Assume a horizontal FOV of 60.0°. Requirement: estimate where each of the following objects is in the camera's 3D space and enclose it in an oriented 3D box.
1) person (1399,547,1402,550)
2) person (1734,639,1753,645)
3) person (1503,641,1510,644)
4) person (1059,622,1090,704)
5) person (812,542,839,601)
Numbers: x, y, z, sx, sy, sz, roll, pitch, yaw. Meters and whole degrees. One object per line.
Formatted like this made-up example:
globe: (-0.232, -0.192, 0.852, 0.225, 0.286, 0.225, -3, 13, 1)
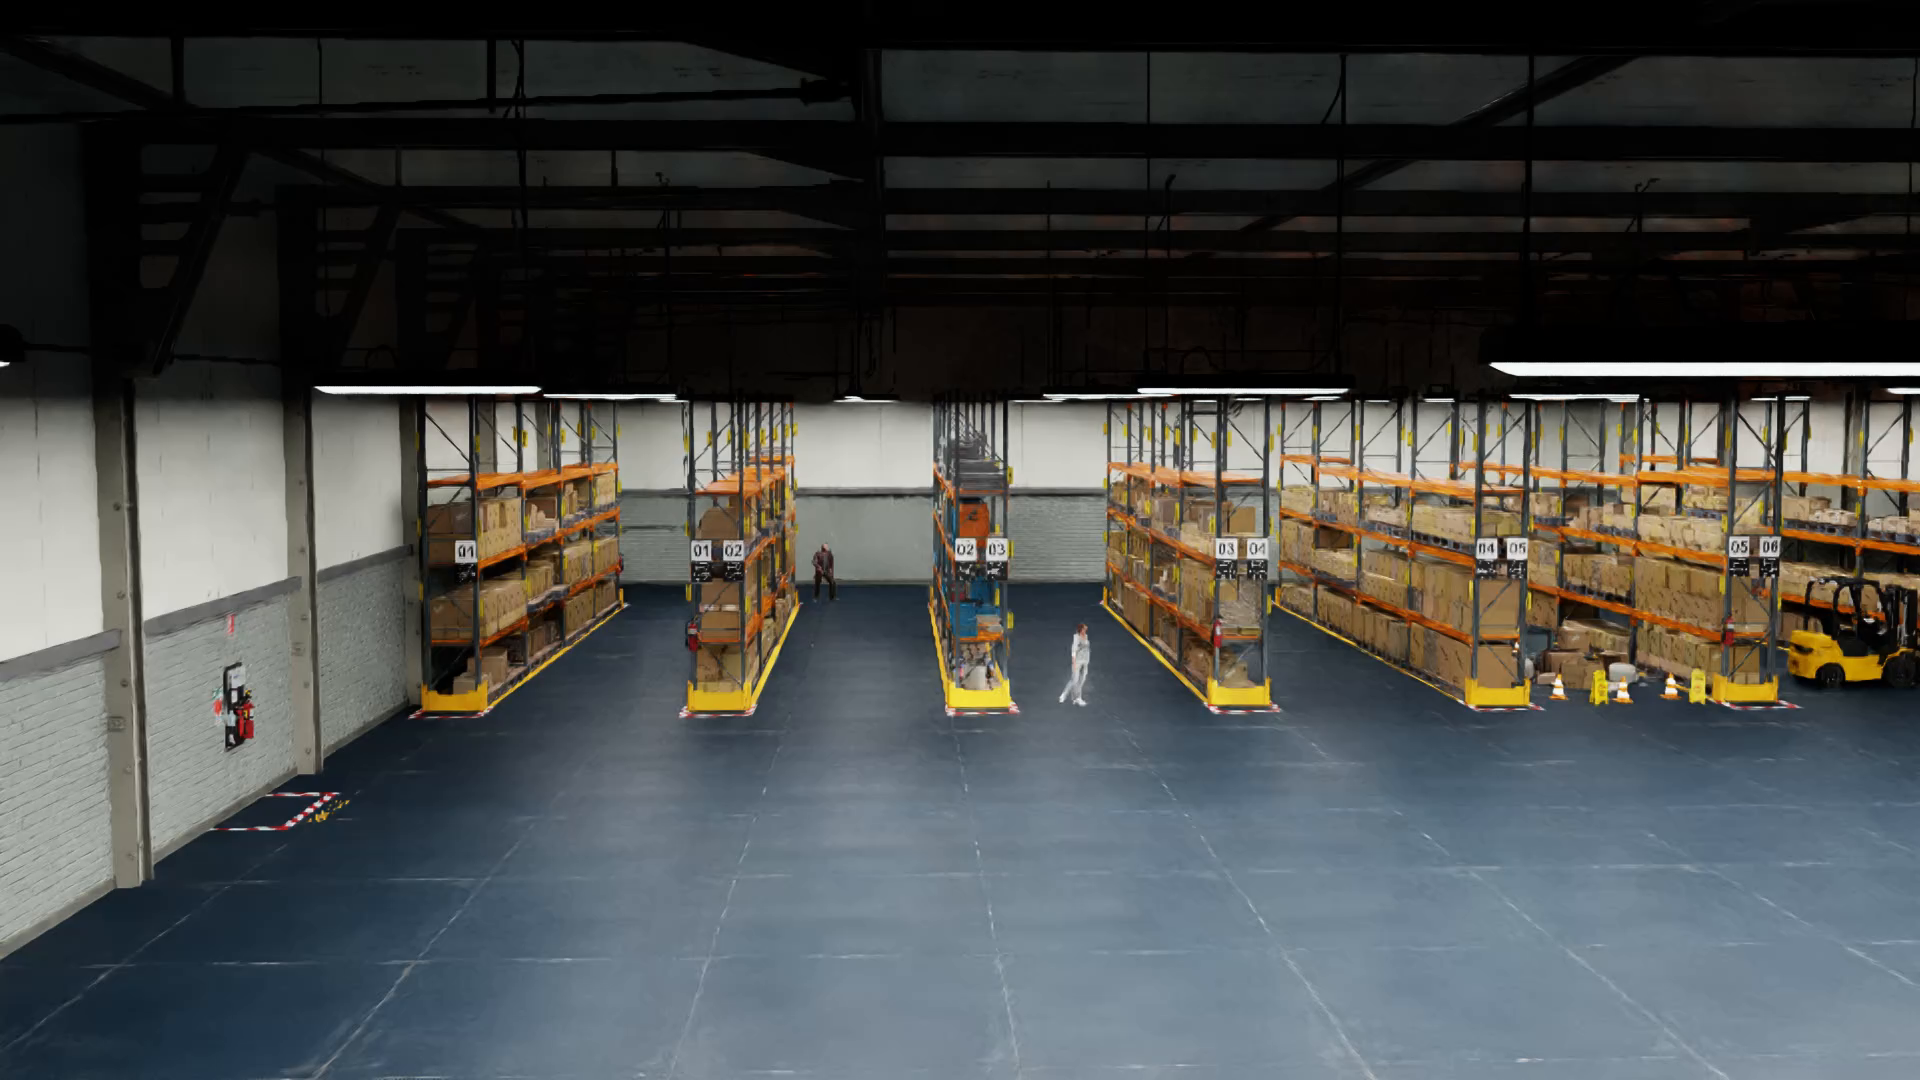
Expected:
person: (12.069, 1.069, 46.004, 0.588, 1.785, 0.667, 1, 5, 16)
person: (18.399, 1.652, 39.201, 0.597, 1.721, 0.668, 2, 5, 21)
person: (12.381, 1.783, 38.074, 0.534, 1.662, 0.557, 2, 5, 28)
person: (2.185, 2.345, 31.701, 0.469, 1.588, 0.587, 5, 6, 44)
person: (-3.967, 0.909, 48.427, 0.735, 1.712, 0.904, -2, 5, -19)
